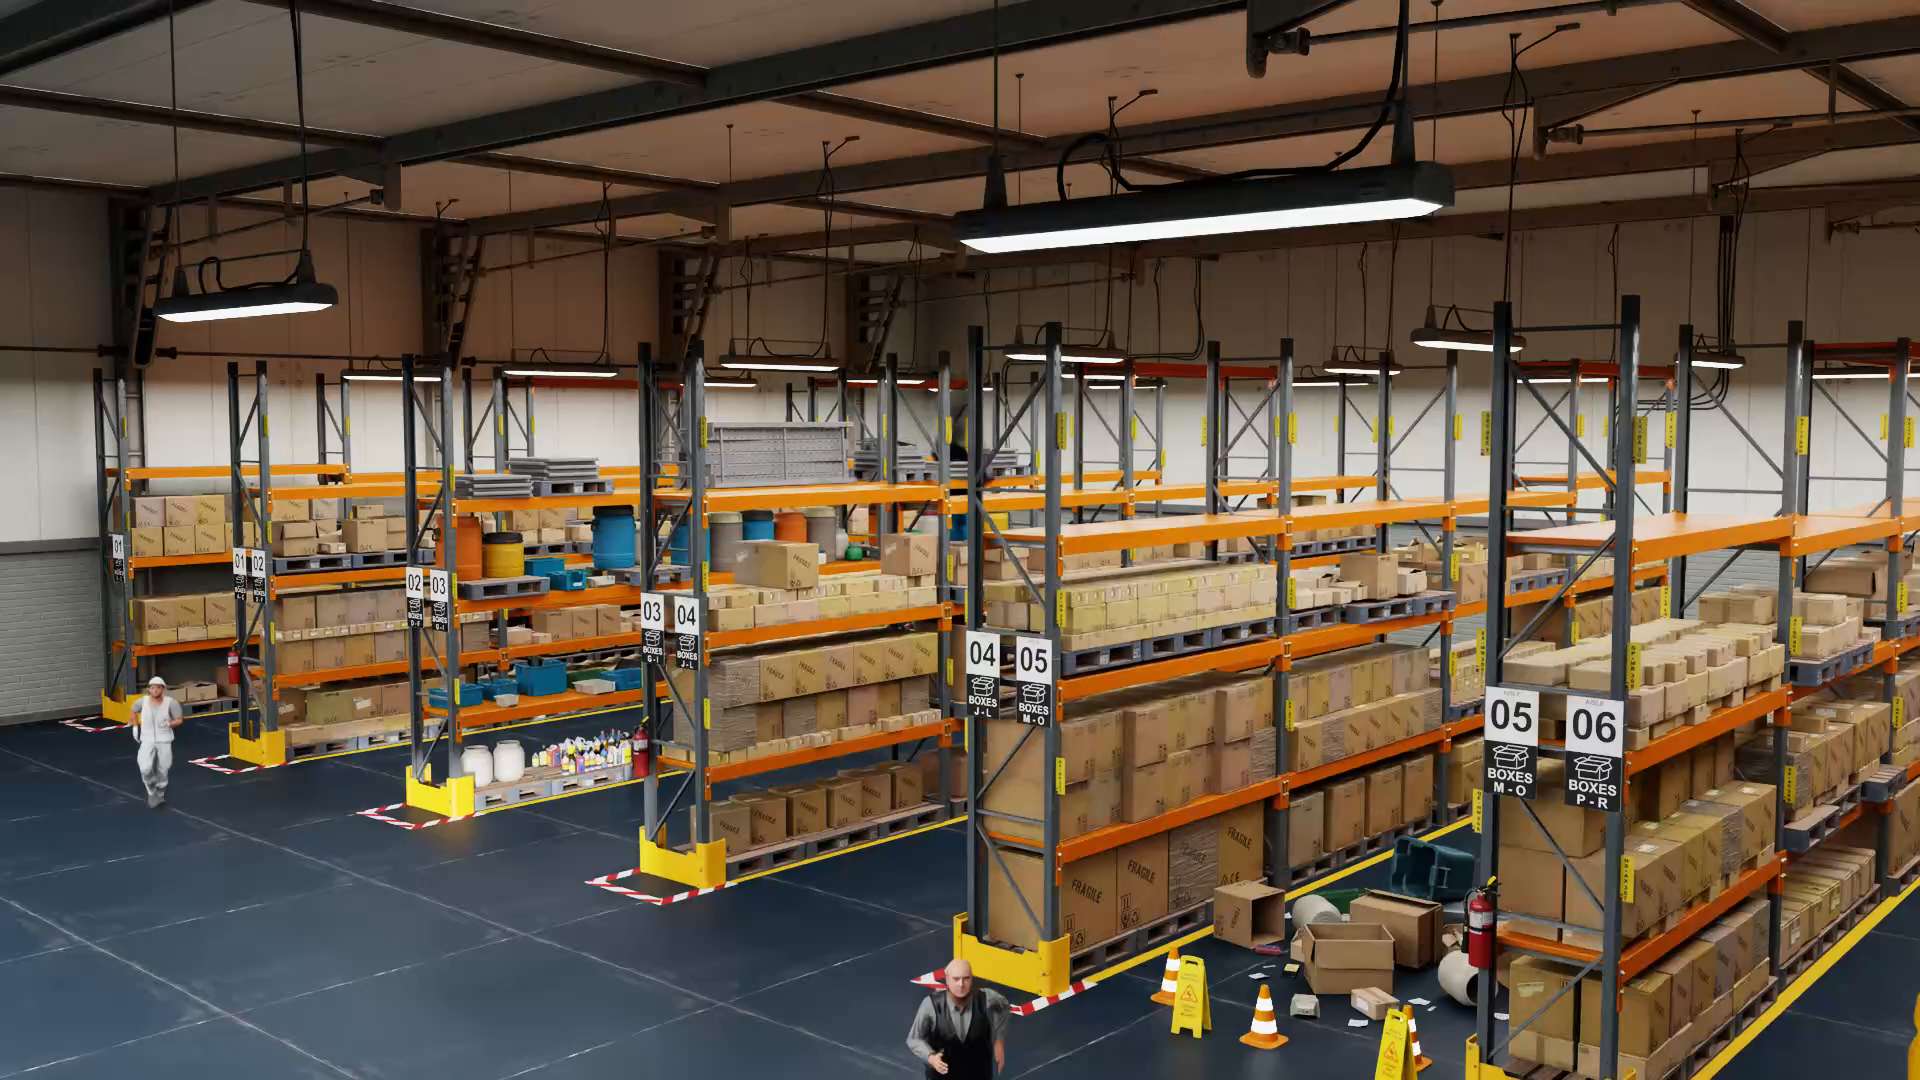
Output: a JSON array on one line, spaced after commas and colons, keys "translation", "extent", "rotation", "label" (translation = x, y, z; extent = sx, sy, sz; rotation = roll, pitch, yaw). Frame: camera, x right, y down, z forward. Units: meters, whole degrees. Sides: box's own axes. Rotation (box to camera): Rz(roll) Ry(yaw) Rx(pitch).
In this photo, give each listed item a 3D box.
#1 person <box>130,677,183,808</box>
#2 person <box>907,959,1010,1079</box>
[{"translation": [-10.582, 2.666, 21.904], "extent": [0.647, 1.751, 0.732], "rotation": [-2, 4, -20], "label": "person"}, {"translation": [-0.006, 3.531, 10.826], "extent": [0.691, 1.735, 0.981], "rotation": [0, 4, -5], "label": "person"}]
